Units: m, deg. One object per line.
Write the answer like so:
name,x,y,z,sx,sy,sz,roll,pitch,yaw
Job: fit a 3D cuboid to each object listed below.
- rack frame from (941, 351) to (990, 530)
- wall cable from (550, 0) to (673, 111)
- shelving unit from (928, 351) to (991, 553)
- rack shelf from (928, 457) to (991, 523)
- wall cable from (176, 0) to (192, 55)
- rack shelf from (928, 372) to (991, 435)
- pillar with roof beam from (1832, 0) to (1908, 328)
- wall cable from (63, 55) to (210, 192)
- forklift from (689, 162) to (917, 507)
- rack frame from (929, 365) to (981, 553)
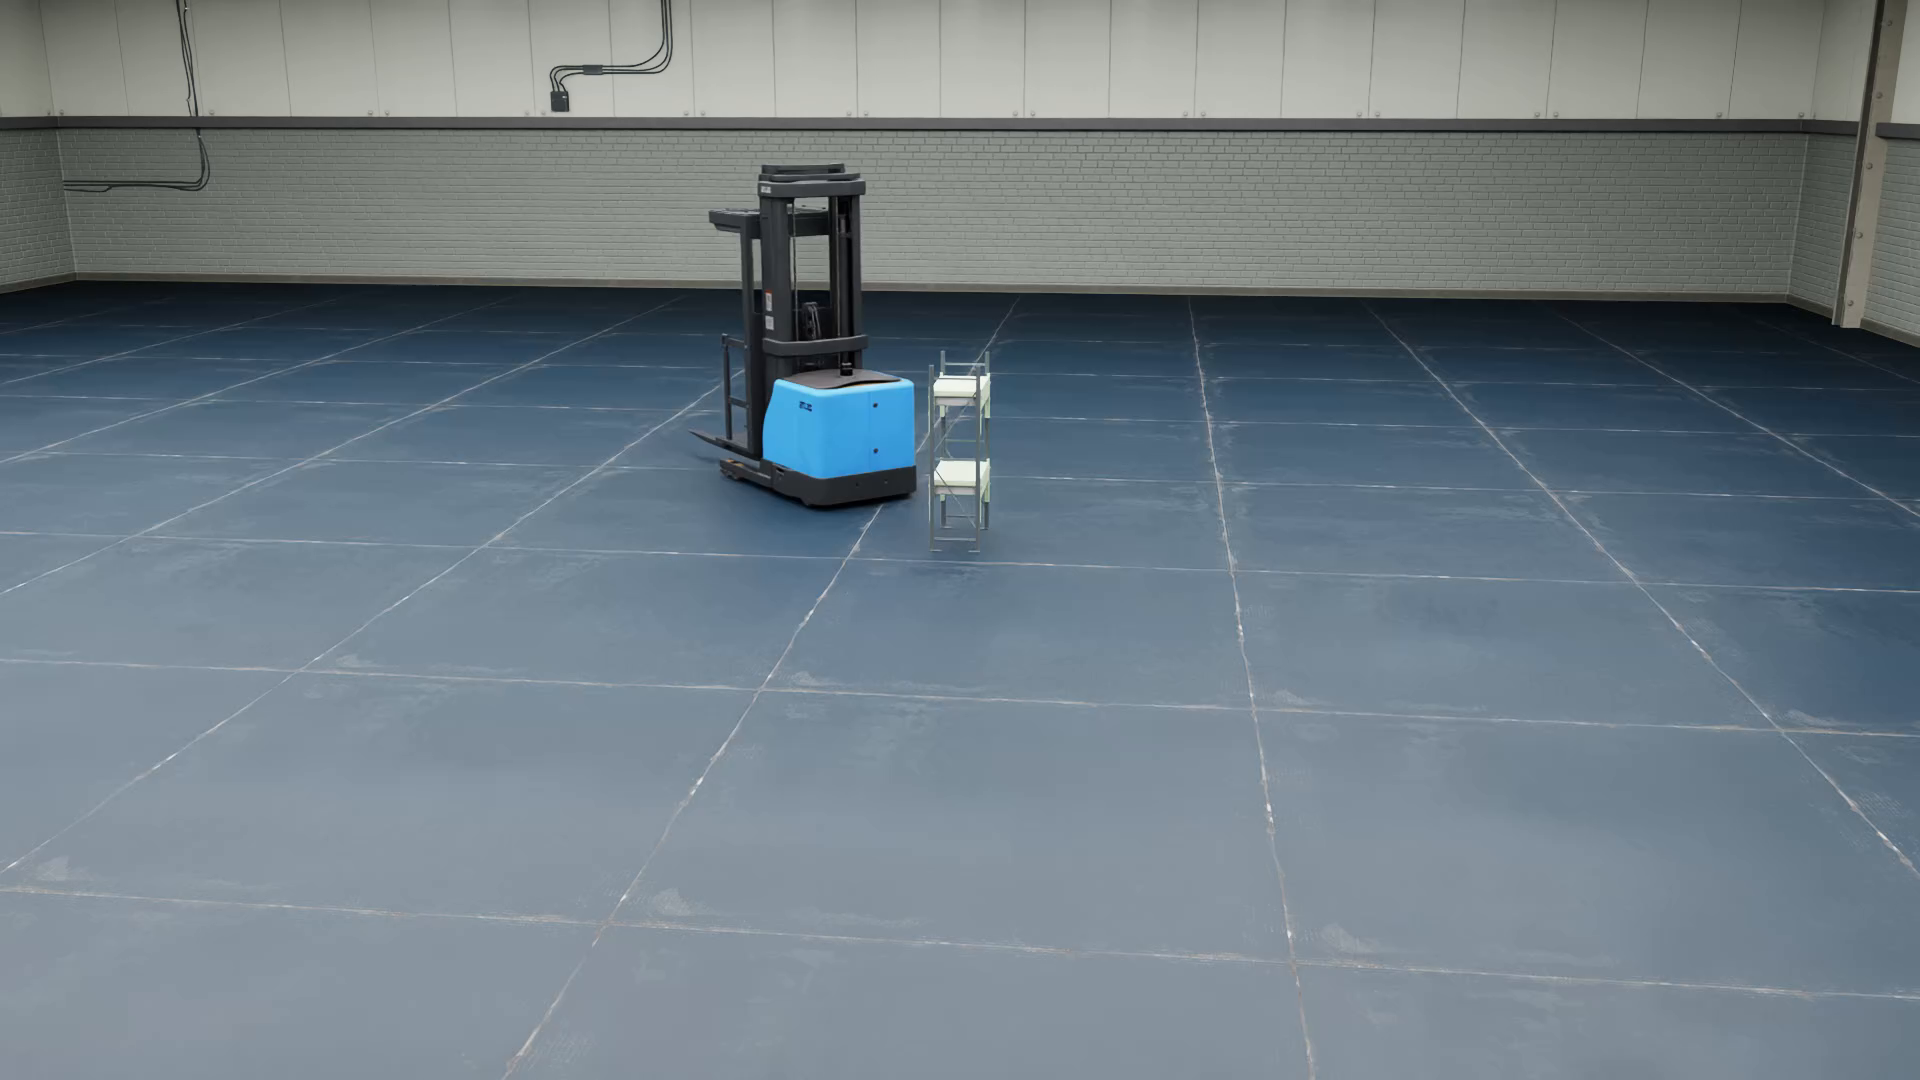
rack frame,0.042,-0.821,13.824,0.400,1.500,0.023,2,15,6
wall cable,-6.318,-10.711,29.518,2.305,6.003,0.169,2,15,6
shelving unit,0.001,-0.726,13.473,0.431,1.500,0.755,2,15,6
rack shelf,0.001,-0.411,13.558,0.431,0.370,0.720,2,15,6
wall cable,-13.061,-10.212,30.463,3.097,2.526,0.112,2,15,6
rack shelf,0.001,-1.102,13.371,0.431,0.370,0.720,2,15,6
pillar with roof beam,9.626,-7.827,25.367,9.100,9.000,0.400,2,15,6
wall cable,-15.749,-7.854,31.416,3.097,2.526,0.112,2,15,6
forklift,-1.636,-2.039,15.587,1.130,2.935,3.031,-10,18,-33
rack frame,-0.041,-0.631,13.122,0.400,1.500,0.023,2,15,6
